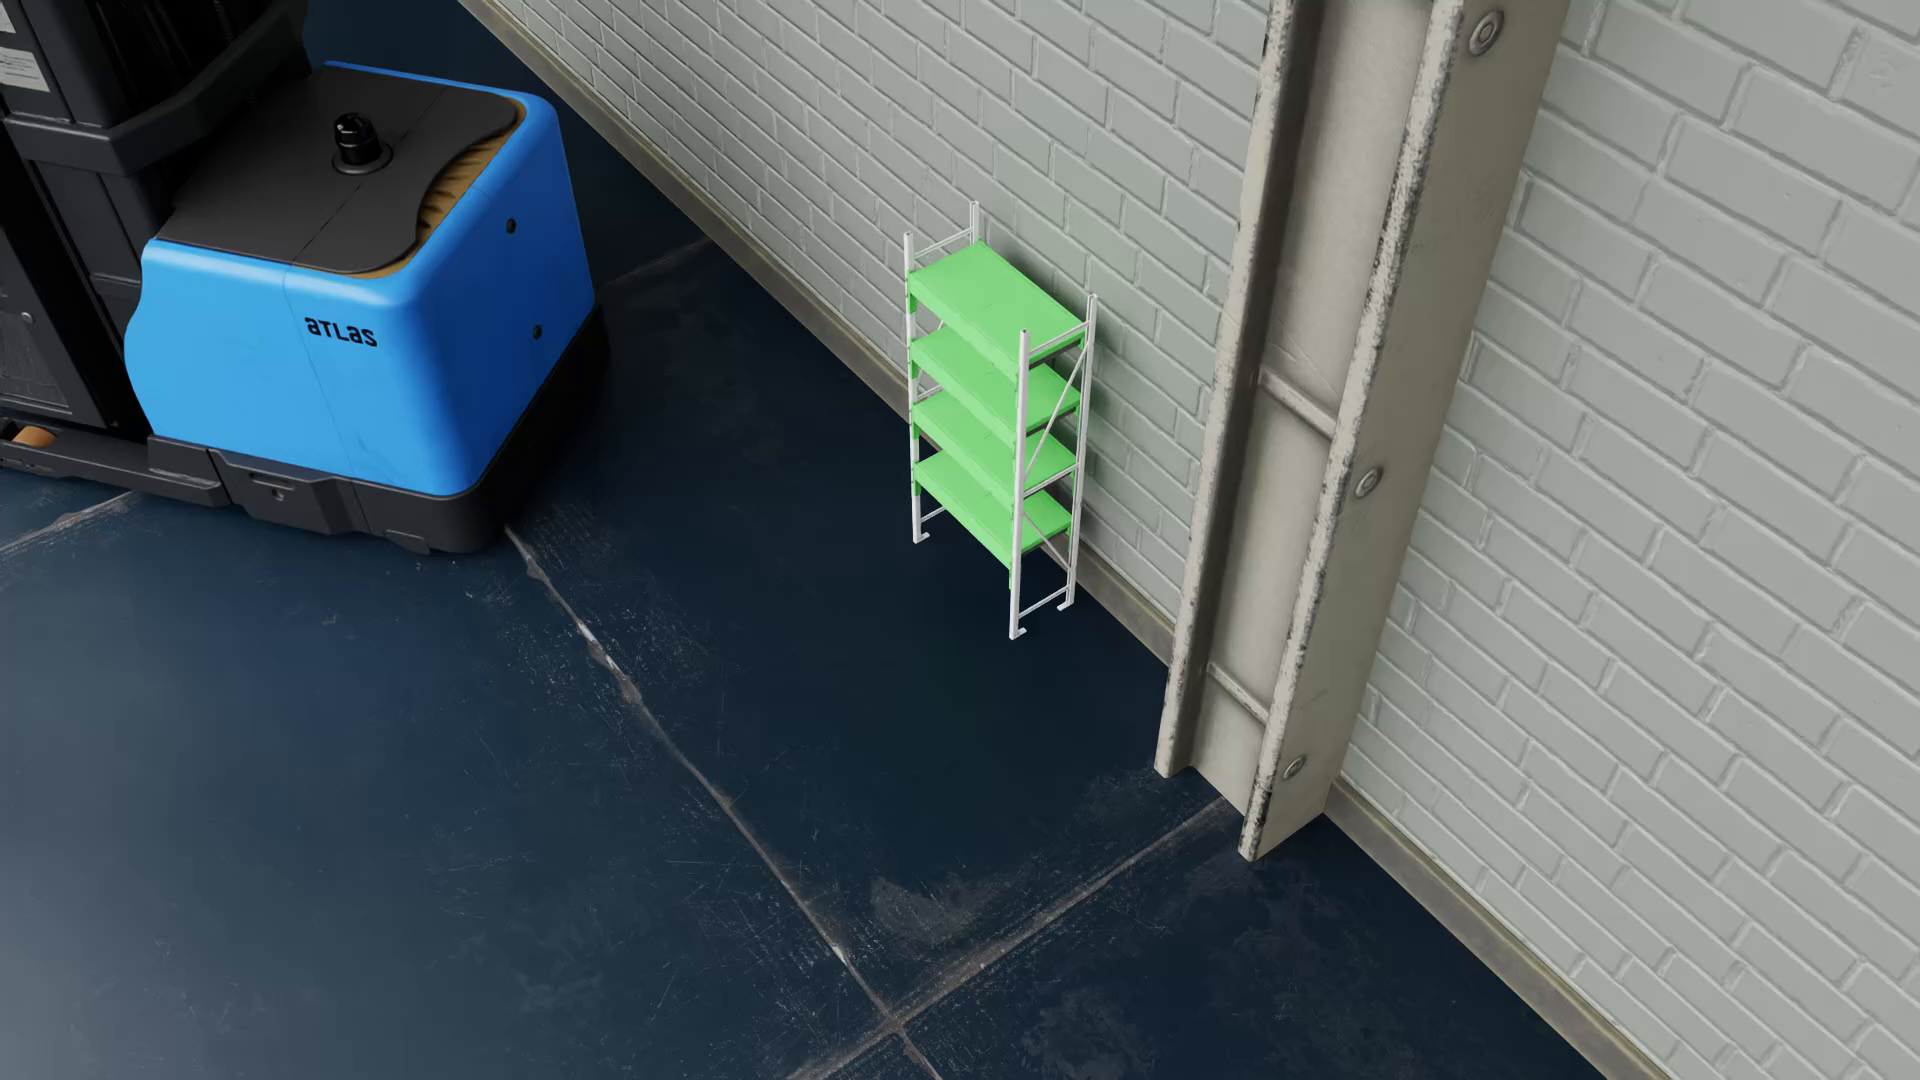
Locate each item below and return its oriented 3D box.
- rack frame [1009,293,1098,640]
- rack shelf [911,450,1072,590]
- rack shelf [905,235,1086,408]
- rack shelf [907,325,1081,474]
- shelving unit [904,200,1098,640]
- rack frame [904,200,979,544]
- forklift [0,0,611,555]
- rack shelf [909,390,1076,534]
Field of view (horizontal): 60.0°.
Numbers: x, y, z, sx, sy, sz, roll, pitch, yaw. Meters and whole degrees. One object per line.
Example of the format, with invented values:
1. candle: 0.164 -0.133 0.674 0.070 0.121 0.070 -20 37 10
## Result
1. rack frame: 0.248 -0.162 4.587 0.240 1.200 0.015 -29 54 -24
2. rack shelf: 0.100 -0.101 4.942 0.258 0.148 0.480 -29 54 -24
3. rack shelf: 0.100 -0.585 4.409 0.258 0.148 0.480 -29 54 -24
4. rack shelf: 0.100 -0.424 4.587 0.258 0.148 0.480 -29 54 -24
5. shelving unit: 0.100 -0.305 4.717 0.258 1.200 0.503 -29 54 -24
6. rack frame: -0.048 -0.449 4.847 0.240 1.200 0.015 -29 54 -24
7. forklift: -2.778 -1.557 4.683 3.031 2.935 1.130 12 49 11
8. rack shelf: 0.100 -0.262 4.764 0.258 0.148 0.480 -29 54 -24
